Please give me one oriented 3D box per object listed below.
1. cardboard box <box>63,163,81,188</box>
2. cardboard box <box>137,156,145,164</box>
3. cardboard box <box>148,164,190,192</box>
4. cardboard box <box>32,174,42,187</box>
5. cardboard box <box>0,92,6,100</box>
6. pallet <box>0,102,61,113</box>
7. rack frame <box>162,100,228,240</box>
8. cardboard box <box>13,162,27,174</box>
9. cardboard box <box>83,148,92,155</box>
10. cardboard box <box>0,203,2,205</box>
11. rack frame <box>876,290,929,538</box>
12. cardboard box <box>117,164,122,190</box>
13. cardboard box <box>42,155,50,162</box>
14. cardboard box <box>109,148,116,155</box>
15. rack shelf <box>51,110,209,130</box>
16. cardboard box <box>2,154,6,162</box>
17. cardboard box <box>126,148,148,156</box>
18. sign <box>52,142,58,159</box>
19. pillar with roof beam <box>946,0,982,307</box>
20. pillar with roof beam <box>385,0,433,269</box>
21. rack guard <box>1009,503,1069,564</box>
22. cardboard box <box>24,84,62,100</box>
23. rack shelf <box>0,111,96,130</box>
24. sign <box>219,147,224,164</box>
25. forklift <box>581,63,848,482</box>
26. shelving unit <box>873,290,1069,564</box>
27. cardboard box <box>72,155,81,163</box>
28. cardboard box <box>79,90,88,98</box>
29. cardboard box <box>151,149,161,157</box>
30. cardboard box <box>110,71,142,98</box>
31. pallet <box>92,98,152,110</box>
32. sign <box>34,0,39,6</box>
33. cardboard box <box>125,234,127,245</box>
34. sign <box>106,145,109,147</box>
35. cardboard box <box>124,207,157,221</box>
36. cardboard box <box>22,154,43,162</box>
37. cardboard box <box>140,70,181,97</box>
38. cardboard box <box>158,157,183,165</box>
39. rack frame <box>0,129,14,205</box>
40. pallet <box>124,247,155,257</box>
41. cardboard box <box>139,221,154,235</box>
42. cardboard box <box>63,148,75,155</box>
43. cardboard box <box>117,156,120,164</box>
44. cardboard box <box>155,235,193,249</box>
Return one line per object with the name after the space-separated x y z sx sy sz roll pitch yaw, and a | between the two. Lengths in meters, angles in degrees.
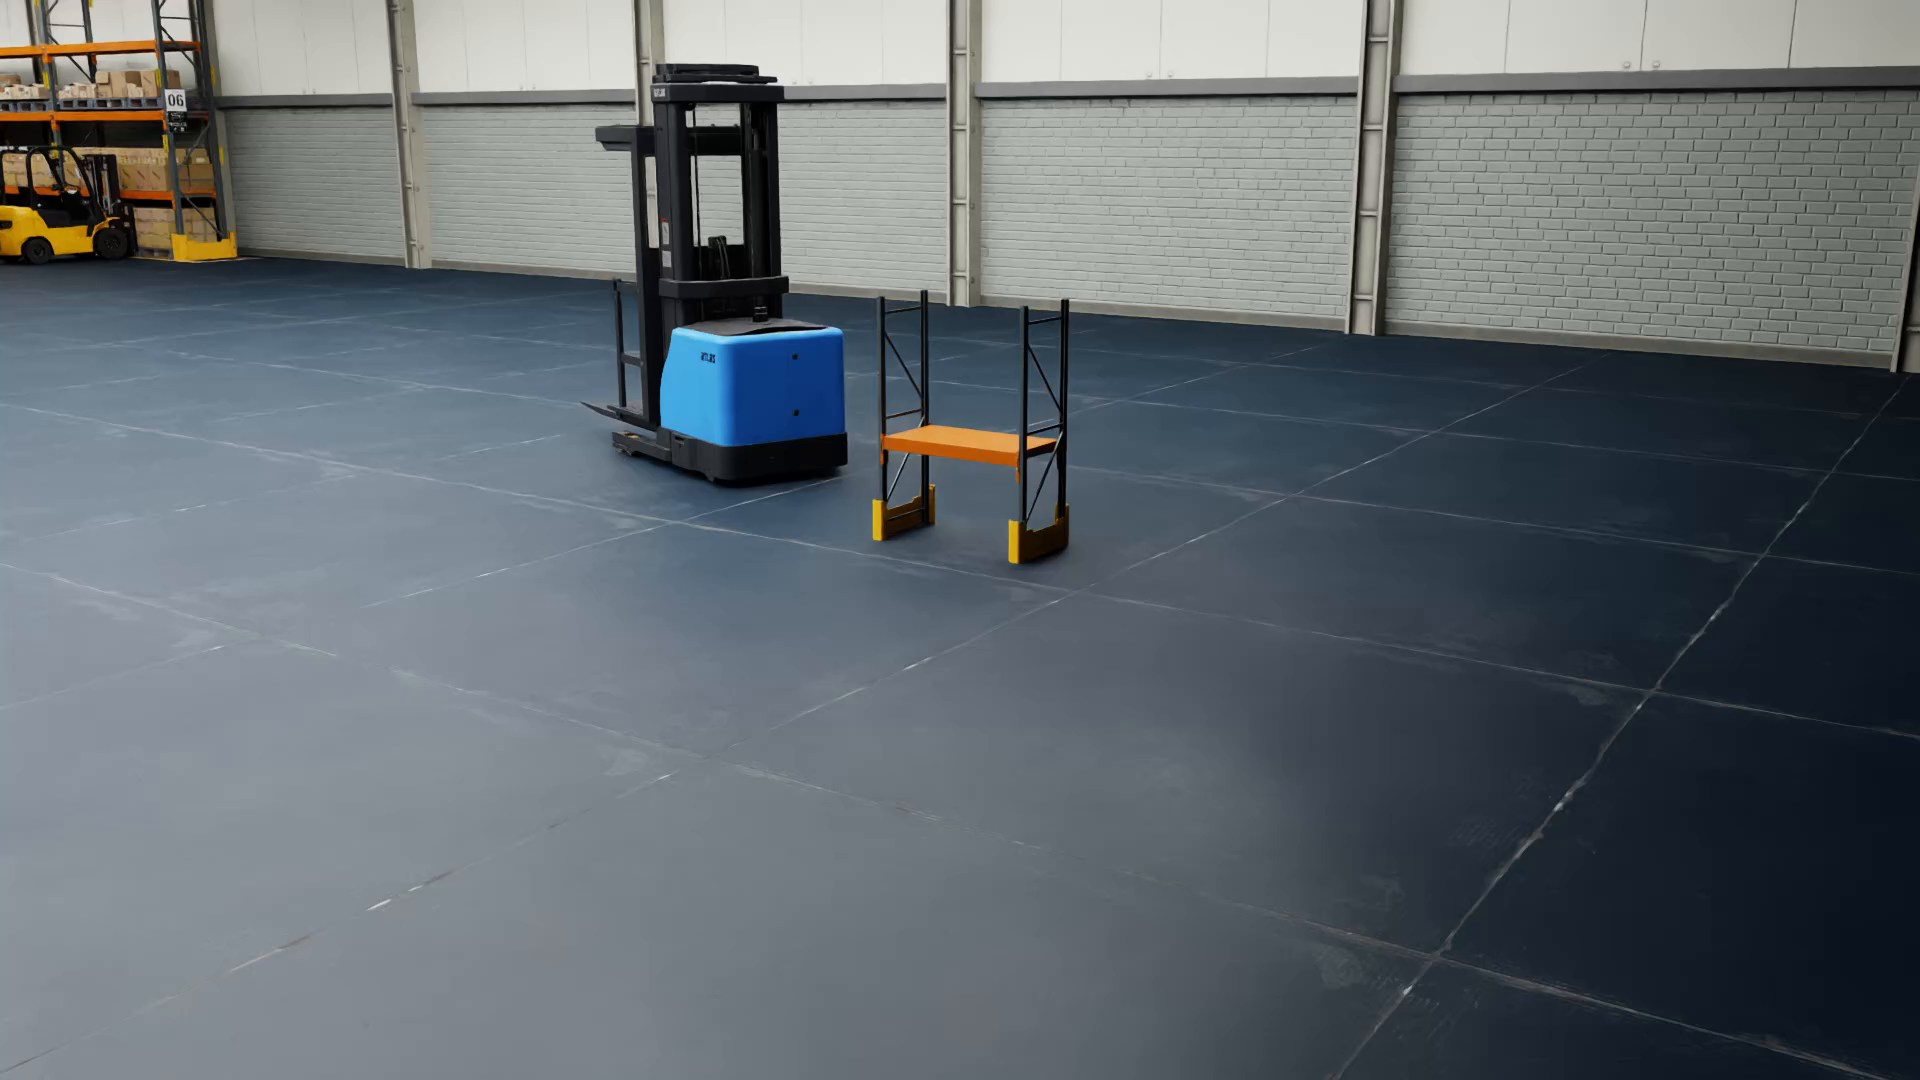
-17.903 -7.448 33.960 0.500 0.500 0.500 9 16 31 | cardboard box
-15.860 -7.440 32.576 0.250 0.149 0.380 9 17 32 | cardboard box
-15.361 -7.037 32.299 0.500 0.500 0.500 9 16 32 | cardboard box
-19.110 -7.520 34.771 0.500 0.250 0.500 9 17 32 | cardboard box
-19.847 -9.288 34.799 0.250 0.149 0.380 9 16 32 | cardboard box
-19.902 -9.189 35.353 1.213 0.211 1.003 10 17 35 | pallet
-14.806 -6.975 32.256 0.127 3.000 1.000 9 17 33 | rack frame
-19.528 -7.833 34.996 0.500 0.250 0.500 10 17 34 | cardboard box
-17.386 -7.813 33.464 0.250 0.149 0.380 10 17 34 | cardboard box
-21.703 -7.485 37.296 0.250 0.149 0.380 10 17 36 | cardboard box
-0.351 -0.785 10.372 0.032 1.500 0.500 9 17 33 | rack frame
-16.635 -7.242 33.129 0.500 0.500 0.500 9 17 33 | cardboard box
-18.757 -7.907 34.465 0.250 0.149 0.380 9 16 32 | cardboard box
-16.697 -7.730 33.131 0.250 0.149 0.380 9 17 33 | cardboard box
-16.466 -8.350 33.066 4.000 0.370 1.077 9 17 33 | rack shelf
-20.268 -8.138 35.400 0.250 0.149 0.380 10 17 34 | cardboard box
-16.119 -7.606 32.630 0.250 0.149 0.380 10 17 34 | cardboard box
-18.420 -7.925 33.851 0.005 0.325 0.100 9 17 33 | sign
-2.348 -6.888 19.419 0.400 9.000 9.100 9 17 33 | pillar with roof beam
-12.305 -8.497 25.920 0.400 9.000 9.100 9 17 33 | pillar with roof beam
0.476 -0.044 9.982 0.087 0.250 0.587 9 17 33 | rack guard
-18.862 -9.225 34.207 0.500 0.311 0.500 9 16 31 | cardboard box
-19.785 -8.886 35.233 4.000 0.370 1.077 9 17 33 | rack shelf
-14.492 -7.543 32.586 0.005 0.325 0.100 9 17 33 | sign
-2.088 -2.136 12.854 1.130 2.935 3.031 -10 17 -34 | forklift
0.063 -0.718 10.102 1.083 1.500 0.587 9 17 33 | shelving unit
-17.792 -7.745 33.810 0.250 0.149 0.380 10 17 34 | cardboard box
-17.285 -8.874 33.126 0.250 0.149 0.380 10 17 34 | cardboard box
-15.443 -7.515 32.263 0.250 0.149 0.380 9 17 33 | cardboard box
-16.104 -8.900 32.500 0.500 0.500 0.700 9 17 33 | cardboard box
-16.395 -8.651 32.971 1.213 0.211 1.003 9 17 33 | pallet
-18.418 -10.805 33.137 0.005 0.325 0.100 9 17 33 | sign
-16.634 -6.047 33.355 0.500 0.250 0.500 10 17 35 | cardboard box
-17.817 -8.081 34.758 0.005 0.325 0.100 9 17 33 | sign
-16.214 -6.462 32.951 0.500 0.250 0.500 9 17 34 | cardboard box
-19.405 -8.007 34.868 0.250 0.149 0.380 9 16 31 | cardboard box
-15.310 -8.742 31.865 0.500 0.500 0.500 10 17 35 | cardboard box
-15.251 -7.329 32.128 0.250 0.149 0.380 9 17 34 | cardboard box
-21.445 -8.048 36.590 0.127 3.000 1.000 9 17 33 | rack frame
-16.473 -5.879 33.633 1.213 0.211 1.003 9 17 33 | pallet
-15.795 -6.159 32.768 0.500 0.250 0.500 9 17 32 | cardboard box
-18.027 -7.917 33.886 0.250 0.149 0.380 10 17 34 | cardboard box
-16.485 -7.547 33.011 0.250 0.149 0.380 9 17 32 | cardboard box
-15.373 -5.844 32.536 0.500 0.250 0.500 9 17 33 | cardboard box
